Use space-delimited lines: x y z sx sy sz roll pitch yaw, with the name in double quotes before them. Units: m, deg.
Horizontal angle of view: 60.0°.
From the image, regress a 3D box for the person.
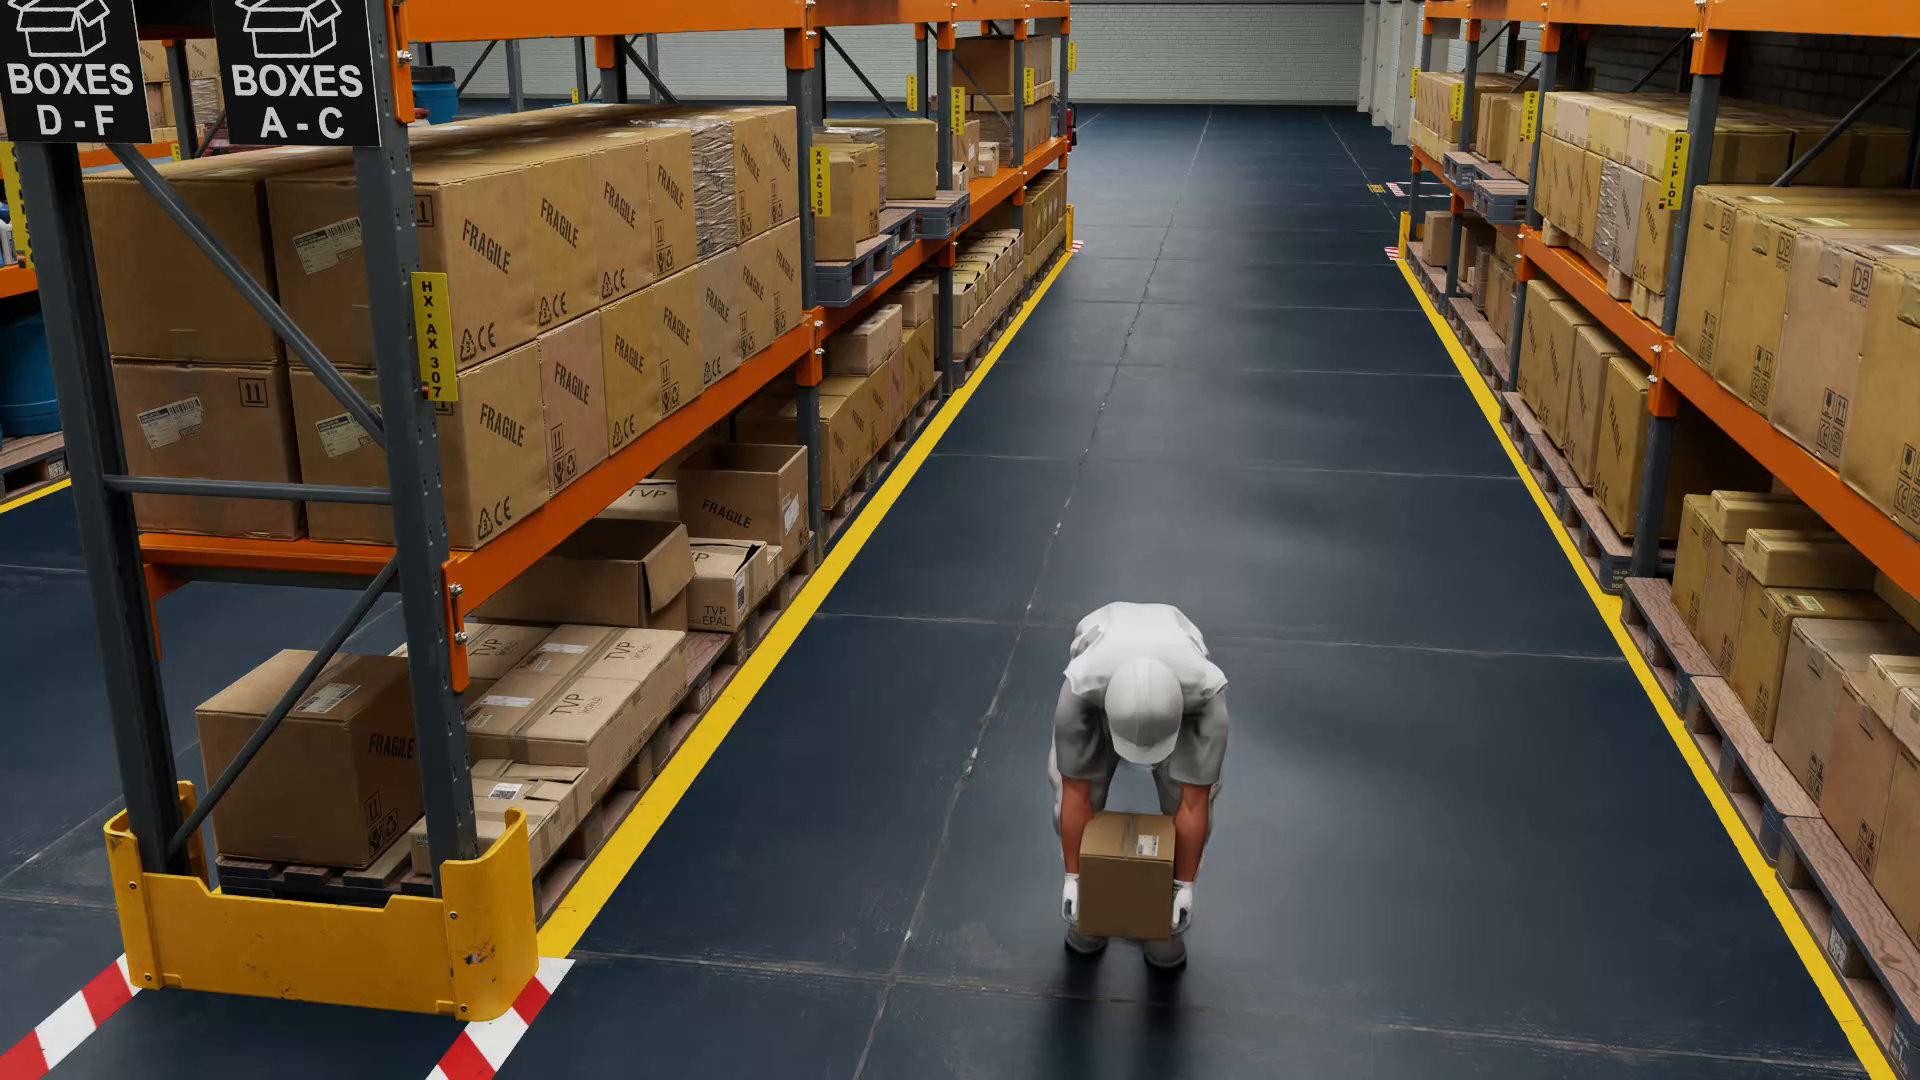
"person" 0.499 0.736 4.774 0.512 1.136 0.950 2 18 6
